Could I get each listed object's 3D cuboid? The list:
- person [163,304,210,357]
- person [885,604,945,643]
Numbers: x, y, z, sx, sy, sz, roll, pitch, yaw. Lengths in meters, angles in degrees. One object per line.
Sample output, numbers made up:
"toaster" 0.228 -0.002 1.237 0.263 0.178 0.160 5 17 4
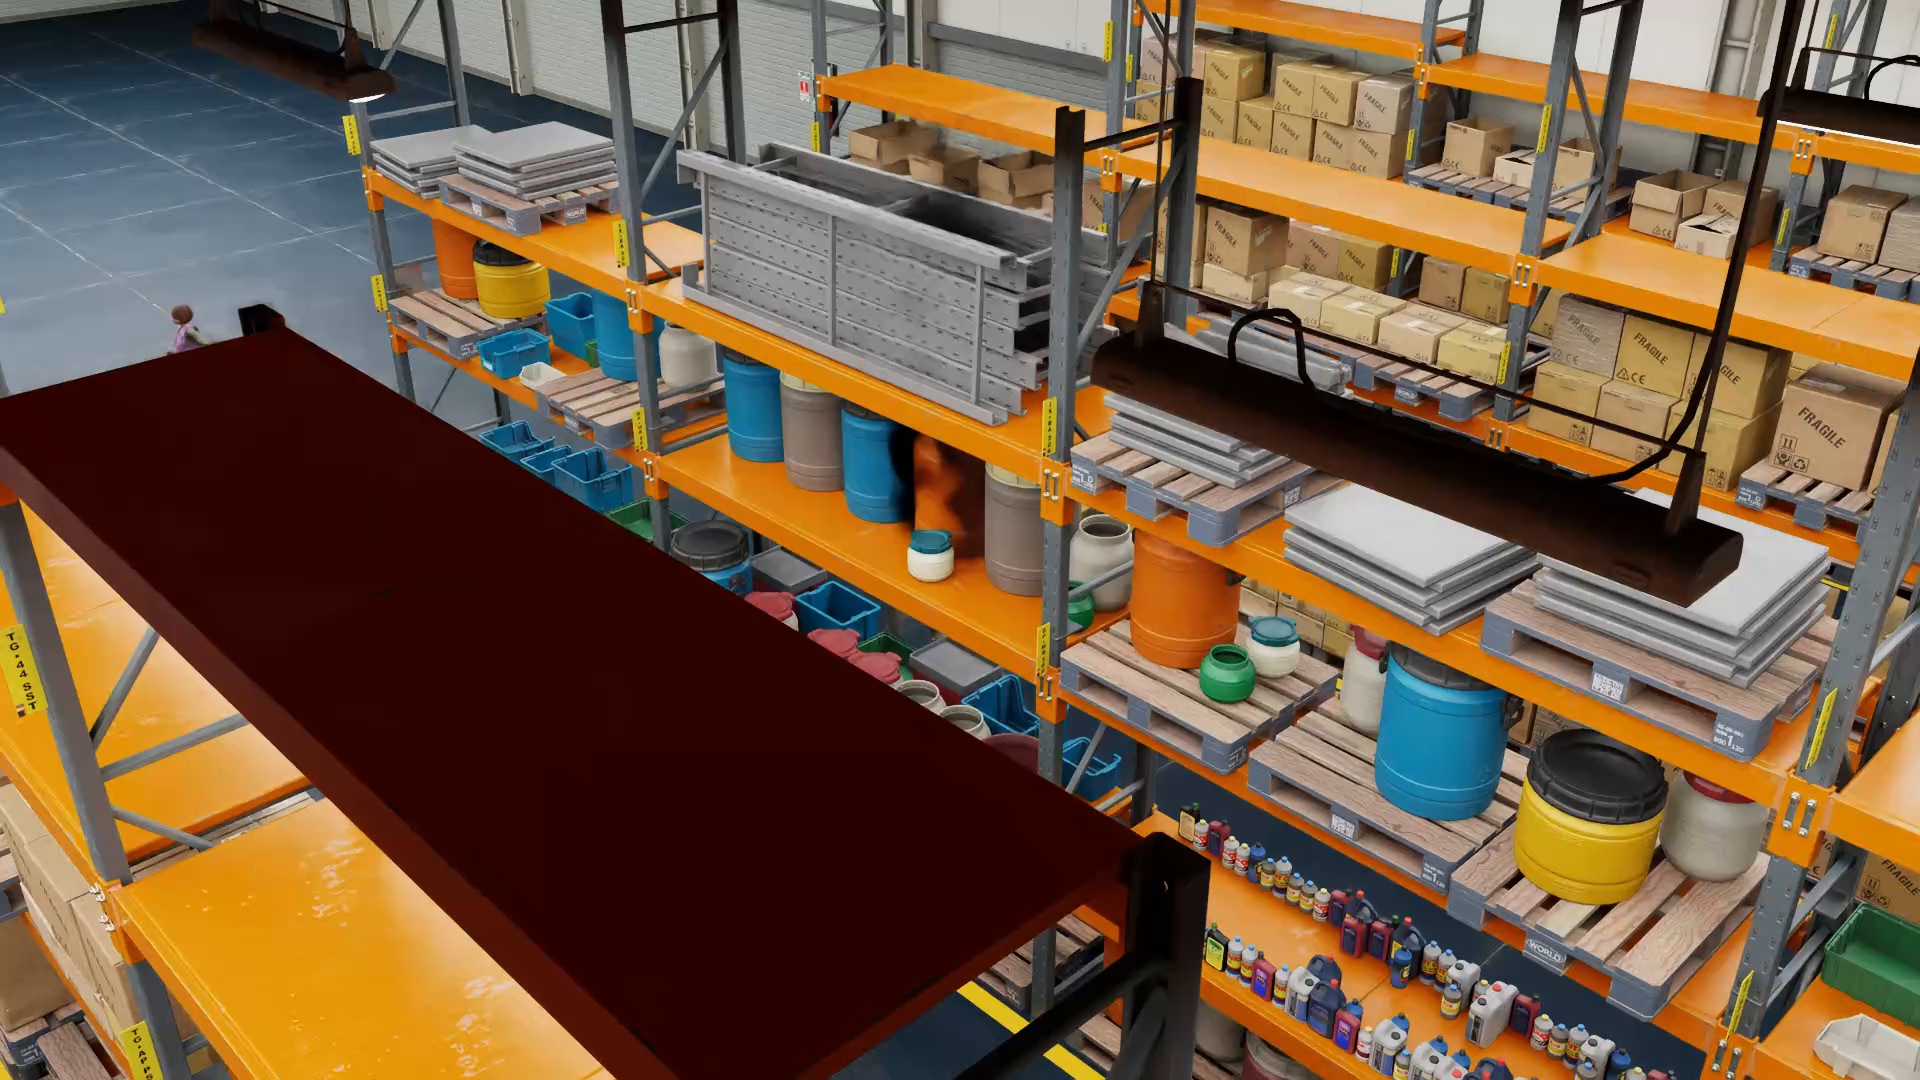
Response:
"person" -8.526 -1.931 18.807 0.809 1.589 0.525 -14 31 -25
"person" -0.421 0.250 14.004 0.732 1.774 0.596 24 37 37
